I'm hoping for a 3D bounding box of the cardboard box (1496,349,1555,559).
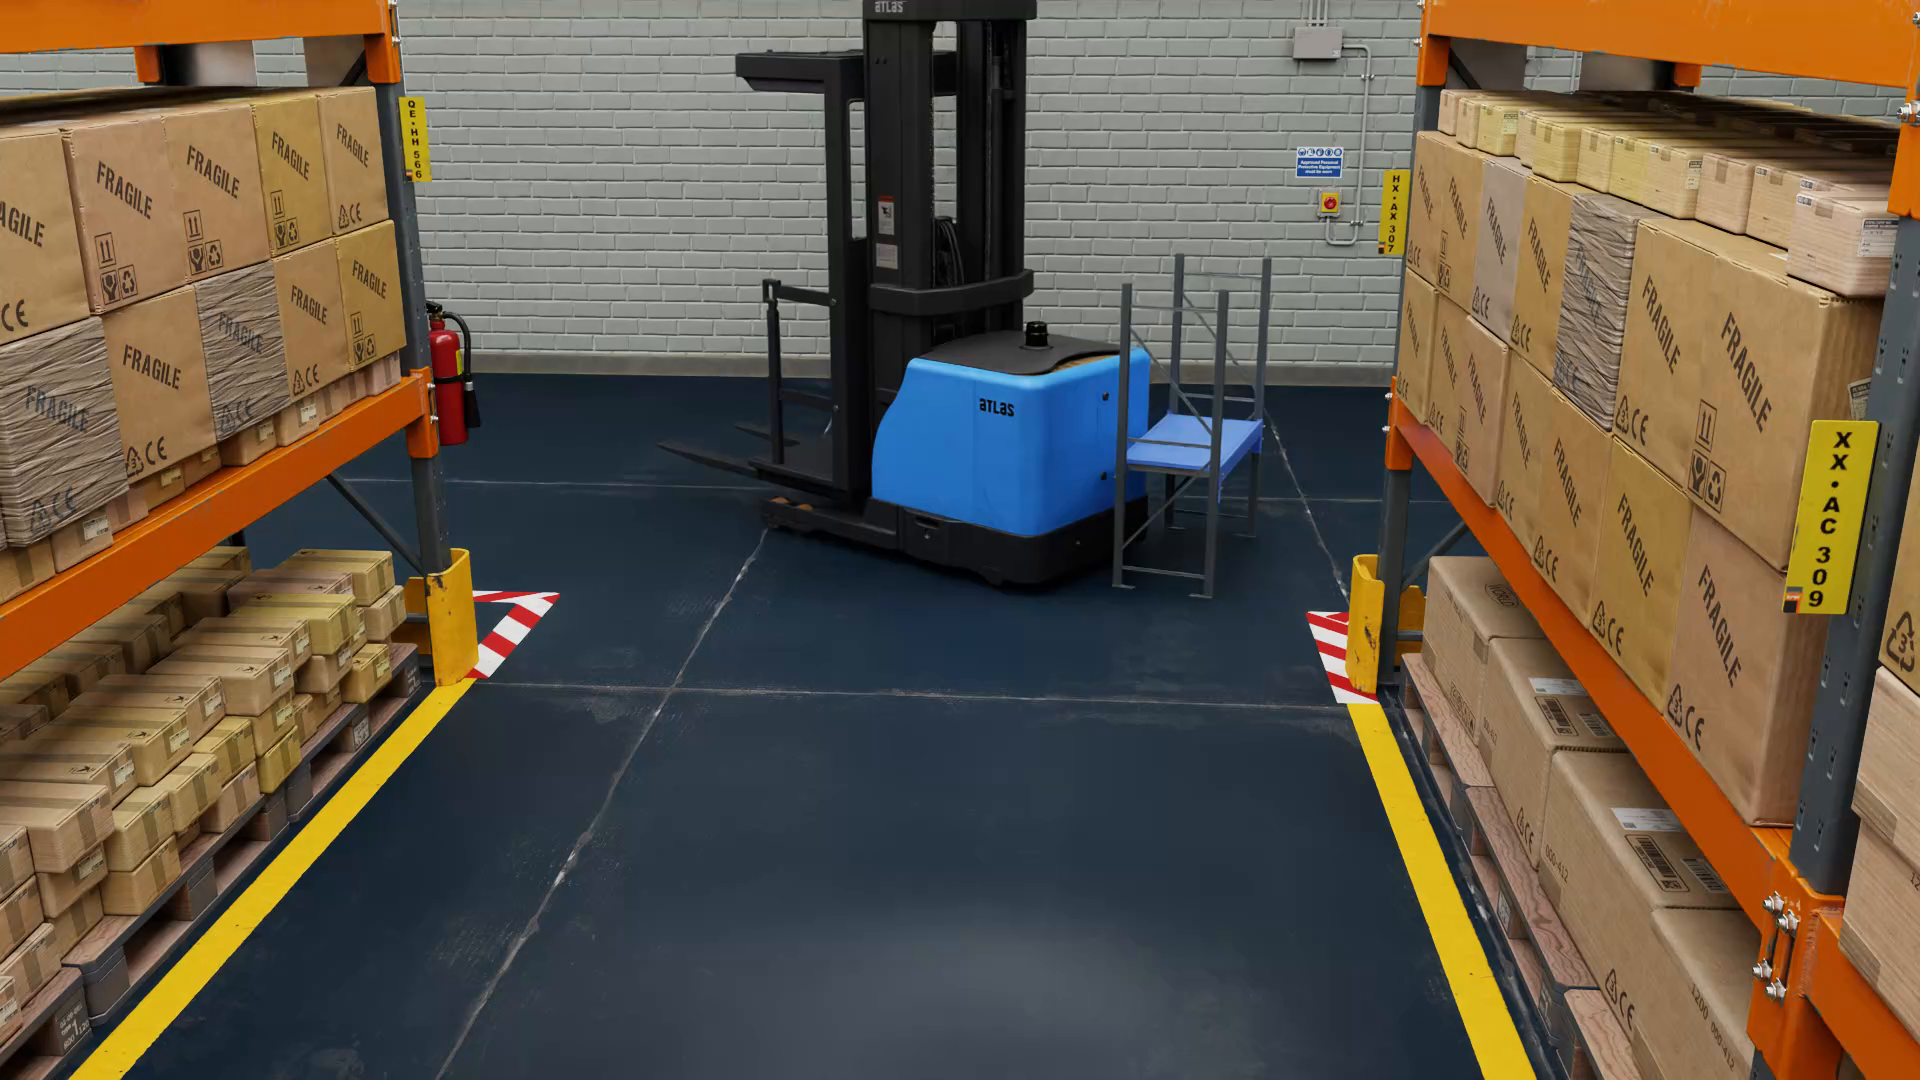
[{"bbox_3d":[1.845,-0.249,4.706,0.500,0.500,0.500,2,18,6],"label":"cardboard box"}]

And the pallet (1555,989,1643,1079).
[{"bbox_3d":[2.093,1.517,3.953,1.003,0.211,1.213,1,18,4],"label":"pallet"}]

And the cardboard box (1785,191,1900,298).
[{"bbox_3d":[1.666,-0.507,2.845,0.380,0.149,0.250,1,18,3],"label":"cardboard box"}]

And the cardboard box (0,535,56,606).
[{"bbox_3d":[-2.617,0.059,4.328,0.380,0.149,0.250,2,18,5],"label":"cardboard box"}]

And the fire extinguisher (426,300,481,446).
[{"bbox_3d":[-2.219,-0.749,7.114,0.296,0.674,0.183,1,18,4],"label":"fire extinguisher"}]

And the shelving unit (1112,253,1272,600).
[{"bbox_3d":[1.174,-0.604,8.357,0.538,1.500,1.048,7,19,20],"label":"shelving unit"}]

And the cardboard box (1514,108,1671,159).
[{"bbox_3d":[1.898,-1.216,5.010,0.380,0.149,0.250,1,18,4],"label":"cardboard box"}]

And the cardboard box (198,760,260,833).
[{"bbox_3d":[-2.549,0.833,5.468,0.380,0.149,0.250,2,18,5],"label":"cardboard box"}]

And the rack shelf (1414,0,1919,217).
[{"bbox_3d":[2.104,-1.278,4.344,1.077,0.370,4.000,1,18,4],"label":"rack shelf"}]

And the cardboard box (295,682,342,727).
[{"bbox_3d":[-2.549,0.591,6.206,0.380,0.149,0.250,1,18,4],"label":"cardboard box"}]

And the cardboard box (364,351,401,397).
[{"bbox_3d":[-2.438,-0.668,6.547,0.380,0.149,0.250,1,18,4],"label":"cardboard box"}]

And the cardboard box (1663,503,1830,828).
[{"bbox_3d":[1.739,0.230,3.245,0.500,0.500,0.500,1,18,4],"label":"cardboard box"}]

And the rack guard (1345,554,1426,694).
[{"bbox_3d":[2.249,0.365,7.007,1.175,0.500,0.348,1,18,4],"label":"rack guard"}]

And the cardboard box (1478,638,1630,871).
[{"bbox_3d":[2.243,0.694,5.428,0.875,0.438,0.875,2,18,5],"label":"cardboard box"}]

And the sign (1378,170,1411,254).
[{"bbox_3d":[1.695,-1.279,6.491,0.100,0.325,0.005,1,18,4],"label":"sign"}]

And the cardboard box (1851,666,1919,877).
[{"bbox_3d":[1.648,0.391,2.351,0.500,0.250,0.500,1,18,2],"label":"cardboard box"}]

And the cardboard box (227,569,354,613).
[{"bbox_3d":[-2.557,0.225,6.369,0.380,0.149,0.250,2,18,5],"label":"cardboard box"}]

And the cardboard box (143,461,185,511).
[{"bbox_3d":[-2.621,-0.187,5.079,0.380,0.149,0.250,2,18,5],"label":"cardboard box"}]

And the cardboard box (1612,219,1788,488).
[{"bbox_3d":[1.764,-0.406,3.579,0.500,0.500,0.500,1,18,3],"label":"cardboard box"}]

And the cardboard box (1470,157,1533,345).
[{"bbox_3d":[1.870,-0.875,5.009,0.500,0.500,0.500,1,18,3],"label":"cardboard box"}]

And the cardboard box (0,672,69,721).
[{"bbox_3d":[-3.148,0.542,5.400,0.380,0.149,0.250,2,18,5],"label":"cardboard box"}]

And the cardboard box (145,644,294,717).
[{"bbox_3d":[-2.495,0.472,5.615,0.380,0.149,0.250,2,18,6],"label":"cardboard box"}]

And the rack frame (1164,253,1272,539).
[{"bbox_3d":[1.357,-0.752,8.808,0.500,1.500,0.032,7,19,20],"label":"rack frame"}]

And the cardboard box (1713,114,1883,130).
[{"bbox_3d":[2.385,-1.133,4.755,0.380,0.149,0.250,2,18,5],"label":"cardboard box"}]

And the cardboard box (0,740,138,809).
[{"bbox_3d":[-2.672,0.709,4.891,0.380,0.149,0.250,1,18,2],"label":"cardboard box"}]

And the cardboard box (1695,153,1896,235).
[{"bbox_3d":[1.821,-0.743,3.564,0.380,0.149,0.250,1,18,3],"label":"cardboard box"}]

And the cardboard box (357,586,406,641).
[{"bbox_3d":[-2.450,0.289,6.649,0.380,0.149,0.250,1,18,2],"label":"cardboard box"}]

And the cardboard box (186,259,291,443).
[{"bbox_3d":[-2.541,-0.621,5.362,0.500,0.500,0.500,1,18,4],"label":"cardboard box"}]

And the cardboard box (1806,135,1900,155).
[{"bbox_3d":[2.284,-0.894,4.027,0.380,0.149,0.250,1,18,4],"label":"cardboard box"}]

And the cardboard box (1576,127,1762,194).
[{"bbox_3d":[1.823,-0.979,4.286,0.380,0.149,0.250,1,18,4],"label":"cardboard box"}]

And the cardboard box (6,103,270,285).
[{"bbox_3d":[-2.546,-1.092,5.194,0.500,0.500,0.500,2,18,7],"label":"cardboard box"}]

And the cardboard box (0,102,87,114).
[{"bbox_3d":[-3.083,-1.107,5.241,0.500,0.500,0.500,1,18,3],"label":"cardboard box"}]

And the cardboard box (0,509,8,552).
[{"bbox_3d":[-2.668,-0.143,3.905,0.500,0.500,0.500,1,18,4],"label":"cardboard box"}]

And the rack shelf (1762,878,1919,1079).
[{"bbox_3d":[1.818,1.390,1.020,1.077,0.370,4.000,1,18,4],"label":"rack shelf"}]

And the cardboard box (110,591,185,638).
[{"bbox_3d":[-3.119,0.297,6.149,0.380,0.149,0.250,1,18,4],"label":"cardboard box"}]

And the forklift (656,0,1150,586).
[{"bbox_3d":[-0.463,-1.530,8.884,3.031,2.935,1.130,15,23,38],"label":"forklift"}]

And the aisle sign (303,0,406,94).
[{"bbox_3d":[-2.392,-2.146,6.480,0.394,0.787,0.004,1,18,4],"label":"aisle sign"}]

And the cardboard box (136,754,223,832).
[{"bbox_3d":[-2.539,0.777,5.160,0.380,0.149,0.250,1,18,4],"label":"cardboard box"}]

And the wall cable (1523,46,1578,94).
[{"bbox_3d":[4.044,-3.022,11.697,0.588,1.984,0.122,1,18,4],"label":"wall cable"}]

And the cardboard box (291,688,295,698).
[{"bbox_3d":[-2.607,0.532,5.908,0.380,0.149,0.250,1,18,3],"label":"cardboard box"}]

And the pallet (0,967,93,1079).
[{"bbox_3d":[-2.971,1.463,4.118,1.003,0.211,1.213,1,18,4],"label":"pallet"}]

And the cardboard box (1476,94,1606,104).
[{"bbox_3d":[1.998,-1.459,5.752,0.380,0.149,0.250,2,18,5],"label":"cardboard box"}]

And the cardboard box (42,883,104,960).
[{"bbox_3d":[-2.699,1.072,4.739,0.380,0.149,0.250,1,18,2],"label":"cardboard box"}]

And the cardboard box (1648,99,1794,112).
[{"bbox_3d":[2.493,-1.369,5.476,0.380,0.149,0.250,1,18,3],"label":"cardboard box"}]

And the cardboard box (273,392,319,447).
[{"bbox_3d":[-2.492,-0.433,5.832,0.380,0.149,0.250,2,18,5],"label":"cardboard box"}]

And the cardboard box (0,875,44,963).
[{"bbox_3d":[-2.706,1.015,4.434,0.380,0.149,0.250,0,18,1],"label":"cardboard box"}]

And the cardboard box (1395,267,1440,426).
[{"bbox_3d":[1.927,-0.720,6.144,0.500,0.500,0.500,1,18,3],"label":"cardboard box"}]
